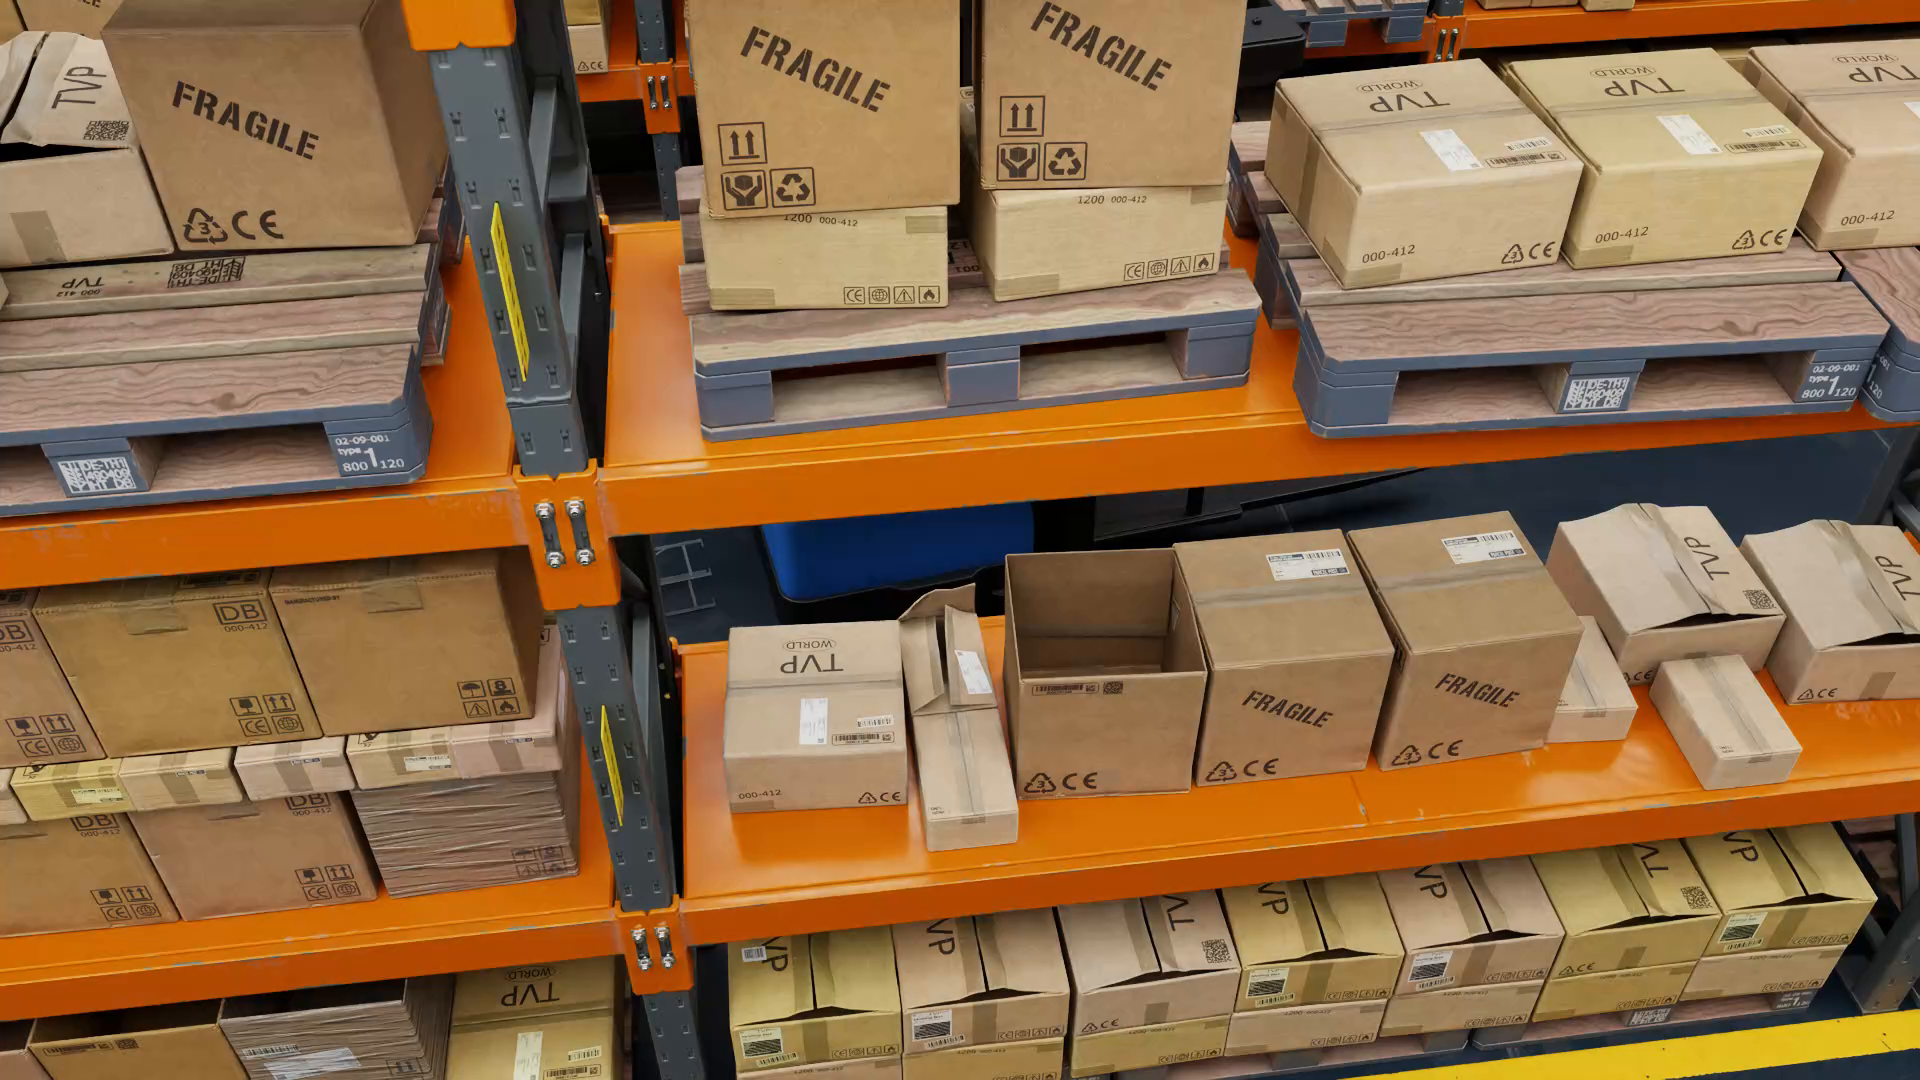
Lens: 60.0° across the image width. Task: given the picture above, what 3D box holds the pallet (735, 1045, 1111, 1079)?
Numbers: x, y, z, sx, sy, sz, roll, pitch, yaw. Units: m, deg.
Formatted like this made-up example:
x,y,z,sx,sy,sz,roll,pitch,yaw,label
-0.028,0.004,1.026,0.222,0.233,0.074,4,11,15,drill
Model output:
x,y,z,sx,sy,sz,roll,pitch,yaw,label
-0.169,1.463,5.685,1.213,0.211,1.003,-5,42,-6,pallet

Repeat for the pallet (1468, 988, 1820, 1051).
x,y,z,sx,sy,sz,roll,pitch,yaw,label
2.251,1.251,5.920,1.213,0.211,1.003,-5,42,-6,pallet

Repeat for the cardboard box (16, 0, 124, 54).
x,y,z,sx,sy,sz,roll,pitch,yaw,label
-3.989,-2.574,7.616,0.500,0.500,0.500,-6,42,-7,cardboard box

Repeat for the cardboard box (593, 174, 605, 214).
x,y,z,sx,sy,sz,roll,pitch,yaw,label
-2.067,-1.817,9.027,0.250,0.166,0.380,-10,43,-11,cardboard box

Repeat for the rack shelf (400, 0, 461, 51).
x,y,z,sx,sy,sz,roll,pitch,yaw,label
-2.877,-1.121,2.825,4.000,0.370,1.077,-5,42,-6,rack shelf

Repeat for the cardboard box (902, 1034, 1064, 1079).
x,y,z,sx,sy,sz,roll,pitch,yaw,label
0.045,1.469,5.337,0.500,0.250,0.500,-4,42,-4,cardboard box

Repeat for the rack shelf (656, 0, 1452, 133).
x,y,z,sx,sy,sz,roll,pitch,yaw,label
0.443,-2.679,8.732,4.000,0.370,1.077,-5,42,-6,rack shelf

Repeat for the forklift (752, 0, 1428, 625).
x,y,z,sx,sy,sz,roll,pitch,yaw,label
0.600,-1.203,6.611,3.031,2.935,1.130,-11,43,-12,forklift

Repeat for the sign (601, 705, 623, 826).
x,y,z,sx,sy,sz,roll,pitch,yaw,label
-0.821,0.535,3.927,0.005,0.325,0.100,-5,42,-6,sign

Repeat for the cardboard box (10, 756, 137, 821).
x,y,z,sx,sy,sz,roll,pitch,yaw,label
-2.145,0.493,4.120,0.250,0.149,0.380,-5,42,-6,cardboard box

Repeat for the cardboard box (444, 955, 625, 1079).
x,y,z,sx,sy,sz,roll,pitch,yaw,label
-1.325,1.568,5.227,0.500,0.250,0.500,-5,42,-6,cardboard box

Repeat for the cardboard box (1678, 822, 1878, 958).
x,y,z,sx,sy,sz,roll,pitch,yaw,label
2.585,1.036,5.398,0.500,0.311,0.500,-4,42,-4,cardboard box

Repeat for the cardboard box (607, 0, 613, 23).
x,y,z,sx,sy,sz,roll,pitch,yaw,label
-2.034,-2.825,8.455,0.500,0.250,0.500,-5,42,-5,cardboard box

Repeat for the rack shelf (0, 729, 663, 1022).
x,y,z,sx,sy,sz,roll,pitch,yaw,label
-2.877,0.958,4.700,4.000,0.370,1.077,-5,42,-6,rack shelf

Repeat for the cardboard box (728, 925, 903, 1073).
x,y,z,sx,sy,sz,roll,pitch,yaw,label
-0.452,1.304,5.101,0.500,0.311,0.500,-5,42,-5,cardboard box

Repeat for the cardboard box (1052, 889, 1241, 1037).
x,y,z,sx,sy,sz,roll,pitch,yaw,label
0.558,1.218,5.196,0.500,0.311,0.500,-6,42,-7,cardboard box

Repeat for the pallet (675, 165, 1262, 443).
x,y,z,sx,sy,sz,roll,pitch,yaw,label
-0.021,-0.610,3.806,1.217,0.209,0.805,-7,42,-7,pallet

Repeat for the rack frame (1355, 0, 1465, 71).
x,y,z,sx,sy,sz,roll,pitch,yaw,label
2.426,-3.119,8.684,0.127,3.000,1.000,-5,42,-6,rack frame

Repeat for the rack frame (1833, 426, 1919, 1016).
x,y,z,sx,sy,sz,roll,pitch,yaw,label
3.072,0.170,5.037,0.127,3.000,1.000,-5,42,-6,rack frame

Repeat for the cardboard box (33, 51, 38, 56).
x,y,z,sx,sy,sz,roll,pitch,yaw,label
-4.468,-2.262,7.831,0.500,0.250,0.500,-6,42,-7,cardboard box

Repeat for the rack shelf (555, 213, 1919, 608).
x,y,z,sx,sy,sz,roll,pitch,yaw,label
1.089,-0.503,4.081,4.000,0.370,1.077,-5,42,-6,rack shelf

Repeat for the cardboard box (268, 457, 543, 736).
x,y,z,sx,sy,sz,roll,pitch,yaw,label
-1.333,0.041,4.136,0.500,0.500,0.700,-5,42,-5,cardboard box

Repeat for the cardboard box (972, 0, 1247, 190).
x,y,z,sx,sy,sz,roll,pitch,yaw,label
0.284,-1.067,3.408,0.500,0.500,0.500,-1,42,-1,cardboard box

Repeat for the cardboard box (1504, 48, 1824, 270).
x,y,z,sx,sy,sz,roll,pitch,yaw,label
1.544,-0.867,3.746,0.500,0.250,0.500,-6,42,-6,cardboard box

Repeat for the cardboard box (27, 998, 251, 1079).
x,y,z,sx,sy,sz,roll,pitch,yaw,label
-2.318,1.371,4.885,0.500,0.500,0.500,-5,42,-6,cardboard box

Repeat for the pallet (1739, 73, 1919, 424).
x,y,z,sx,sy,sz,roll,pitch,yaw,label
2.411,-0.755,3.964,1.003,0.211,1.213,-3,42,-4,pallet

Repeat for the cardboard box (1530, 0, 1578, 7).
x,y,z,sx,sy,sz,roll,pitch,yaw,label
3.034,-2.924,8.640,0.250,0.149,0.380,-4,42,-5,cardboard box

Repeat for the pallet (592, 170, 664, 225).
x,y,z,sx,sy,sz,roll,pitch,yaw,label
-2.201,-1.655,9.142,1.213,0.211,1.003,-5,42,-6,pallet

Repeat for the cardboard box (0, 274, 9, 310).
x,y,z,sx,sy,sz,roll,pitch,yaw,label
-2.055,-0.425,3.226,0.250,0.149,0.380,-5,42,-6,cardboard box

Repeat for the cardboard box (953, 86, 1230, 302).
x,y,z,sx,sy,sz,roll,pitch,yaw,label
0.262,-0.793,3.664,0.500,0.250,0.500,-9,43,-10,cardboard box

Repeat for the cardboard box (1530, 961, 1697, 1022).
x,y,z,sx,sy,sz,roll,pitch,yaw,label
2.072,1.290,5.535,0.500,0.250,0.500,-5,42,-6,cardboard box

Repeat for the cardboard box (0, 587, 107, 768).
x,y,z,sx,sy,sz,roll,pitch,yaw,label
-2.331,0.129,4.039,0.500,0.500,0.700,-5,42,-6,cardboard box

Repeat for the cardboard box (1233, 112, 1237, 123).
x,y,z,sx,sy,sz,roll,pitch,yaw,label
1.193,-2.290,9.302,0.500,0.500,0.700,-5,42,-6,cardboard box

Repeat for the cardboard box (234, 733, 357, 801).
x,y,z,sx,sy,sz,roll,pitch,yaw,label
-1.641,0.450,4.168,0.250,0.149,0.380,-6,42,-7,cardboard box

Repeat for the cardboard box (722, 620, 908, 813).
x,y,z,sx,sy,sz,roll,pitch,yaw,label
-0.412,0.502,4.782,0.500,0.250,0.500,-3,42,-3,cardboard box

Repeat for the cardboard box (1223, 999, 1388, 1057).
x,y,z,sx,sy,sz,roll,pitch,yaw,label
1.063,1.378,5.437,0.500,0.250,0.500,-4,42,-5,cardboard box

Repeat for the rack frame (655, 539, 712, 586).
x,y,z,sx,sy,sz,roll,pitch,yaw,label
-1.656,0.190,6.973,1.200,0.006,0.240,-12,43,-13,rack frame

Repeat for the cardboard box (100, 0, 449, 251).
x,y,z,sx,sy,sz,roll,pitch,yaw,label
-1.428,-0.973,3.572,0.500,0.500,0.500,-2,42,-2,cardboard box

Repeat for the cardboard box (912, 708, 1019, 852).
x,y,z,sx,sy,sz,roll,pitch,yaw,label
0.011,0.670,4.671,0.250,0.149,0.380,-5,42,-6,cardboard box

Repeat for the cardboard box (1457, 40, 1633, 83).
x,y,z,sx,sy,sz,roll,pitch,yaw,label
3.172,-2.454,9.237,0.750,0.750,0.750,-6,42,-6,cardboard box

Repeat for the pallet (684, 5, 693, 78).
x,y,z,sx,sy,sz,roll,pitch,yaw,label
-0.763,-2.670,8.329,1.213,0.211,1.003,-5,42,-6,pallet

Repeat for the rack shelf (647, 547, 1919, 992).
x,y,z,sx,sy,sz,roll,pitch,yaw,label
1.089,0.611,5.085,4.000,0.370,1.077,-5,42,-6,rack shelf

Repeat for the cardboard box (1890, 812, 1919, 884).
x,y,z,sx,sy,sz,roll,pitch,yaw,label
3.561,1.085,5.560,0.500,0.500,0.500,-3,42,-4,cardboard box

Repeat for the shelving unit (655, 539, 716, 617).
x,y,z,sx,sy,sz,roll,pitch,yaw,label
-1.656,0.258,7.034,1.200,0.189,0.258,-12,43,-13,shelving unit

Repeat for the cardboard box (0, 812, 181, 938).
x,y,z,sx,sy,sz,roll,pitch,yaw,label
-2.353,0.614,4.470,0.500,0.500,0.700,-4,42,-5,cardboard box

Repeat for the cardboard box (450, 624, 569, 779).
x,y,z,sx,sy,sz,roll,pitch,yaw,label
-1.136,0.405,4.217,0.250,0.149,0.380,-5,42,-6,cardboard box

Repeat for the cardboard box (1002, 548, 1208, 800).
x,y,z,sx,sy,sz,roll,pitch,yaw,label
0.392,0.379,4.731,0.500,0.500,0.500,-2,42,-2,cardboard box

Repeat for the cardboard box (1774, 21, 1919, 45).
x,y,z,sx,sy,sz,roll,pitch,yaw,label
4.884,-2.602,9.402,0.750,0.750,0.750,-4,42,-4,cardboard box

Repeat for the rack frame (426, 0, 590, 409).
x,y,z,sx,sy,sz,roll,pitch,yaw,label
-0.894,-1.710,2.642,0.127,3.000,1.000,-5,42,-6,rack frame

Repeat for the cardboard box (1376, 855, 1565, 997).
x,y,z,sx,sy,sz,roll,pitch,yaw,label
1.569,1.128,5.296,0.500,0.311,0.500,-5,42,-6,cardboard box

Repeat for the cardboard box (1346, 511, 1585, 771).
x,y,z,sx,sy,sz,roll,pitch,yaw,label
1.411,0.290,4.830,0.500,0.500,0.500,-7,43,-8,cardboard box

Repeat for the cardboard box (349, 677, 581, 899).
x,y,z,sx,sy,sz,roll,pitch,yaw,label
-1.333,0.523,4.571,0.500,0.500,0.700,-6,42,-7,cardboard box

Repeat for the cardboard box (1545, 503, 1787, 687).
x,y,z,sx,sy,sz,roll,pitch,yaw,label
2.160,0.152,5.123,0.500,0.311,0.500,-5,42,-6,cardboard box
